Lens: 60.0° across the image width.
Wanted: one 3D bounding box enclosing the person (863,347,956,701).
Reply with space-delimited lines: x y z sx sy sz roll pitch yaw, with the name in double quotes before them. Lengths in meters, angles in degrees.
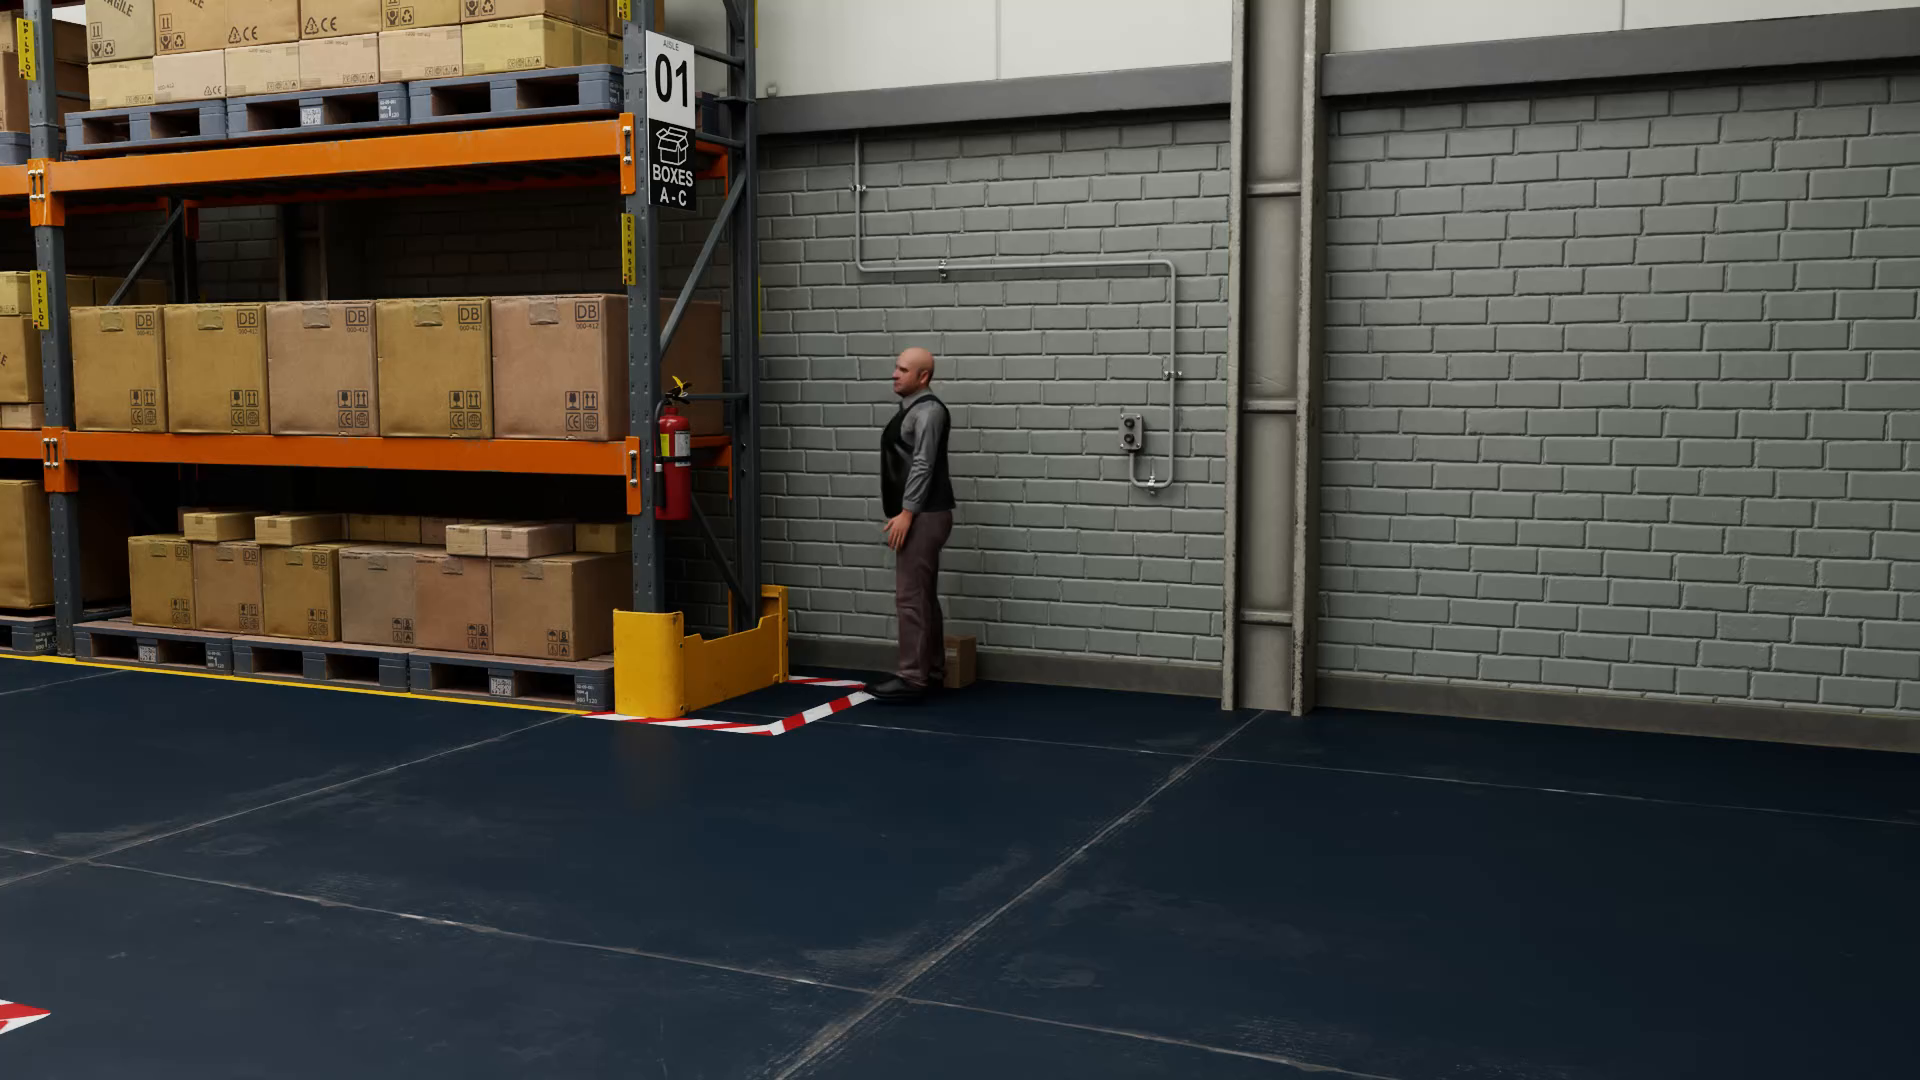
"person" -0.264 -0.084 8.230 0.461 1.731 0.567 -1 6 -7
